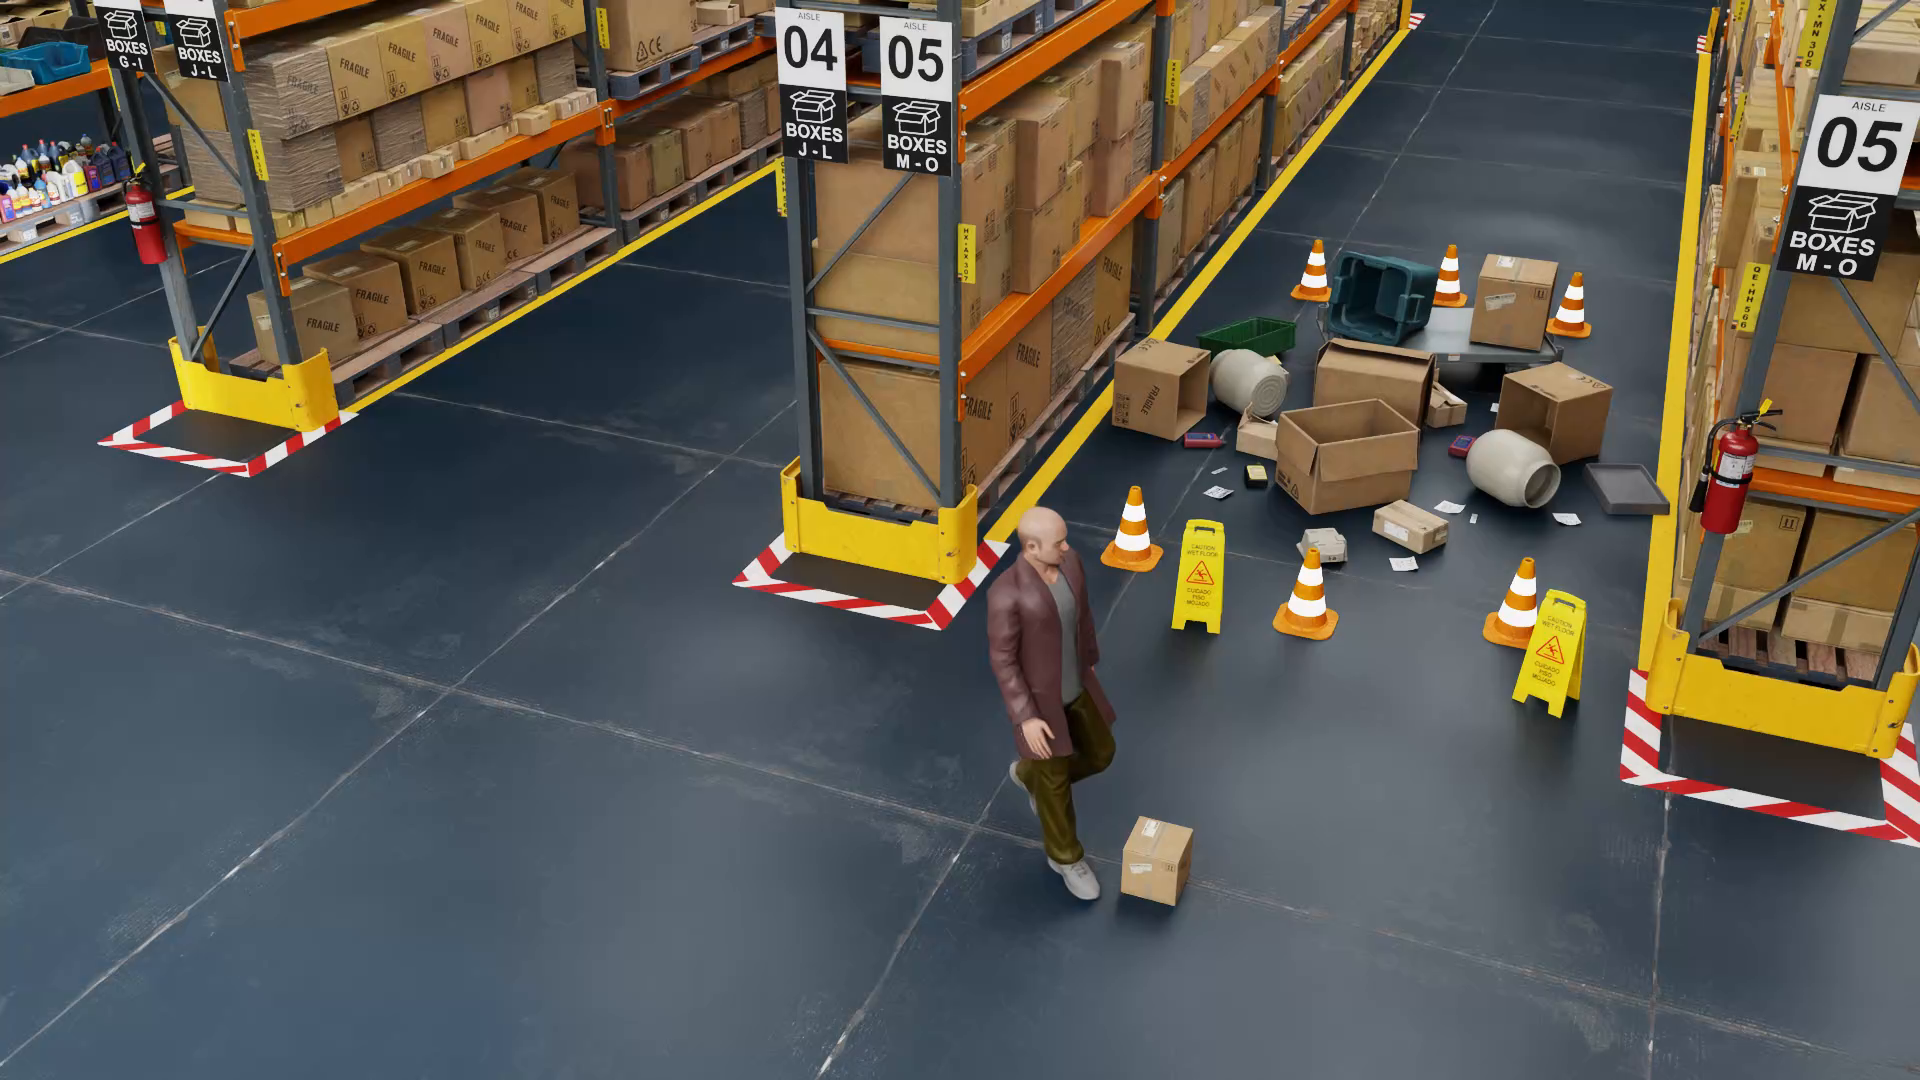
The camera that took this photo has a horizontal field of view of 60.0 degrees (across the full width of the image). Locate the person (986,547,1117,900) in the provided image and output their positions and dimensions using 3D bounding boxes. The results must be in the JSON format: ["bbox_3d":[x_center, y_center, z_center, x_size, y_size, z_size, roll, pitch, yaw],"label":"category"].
[{"bbox_3d":[0.430,0.765,7.249,0.654,1.559,0.722,-25,38,-37],"label":"person"}]
